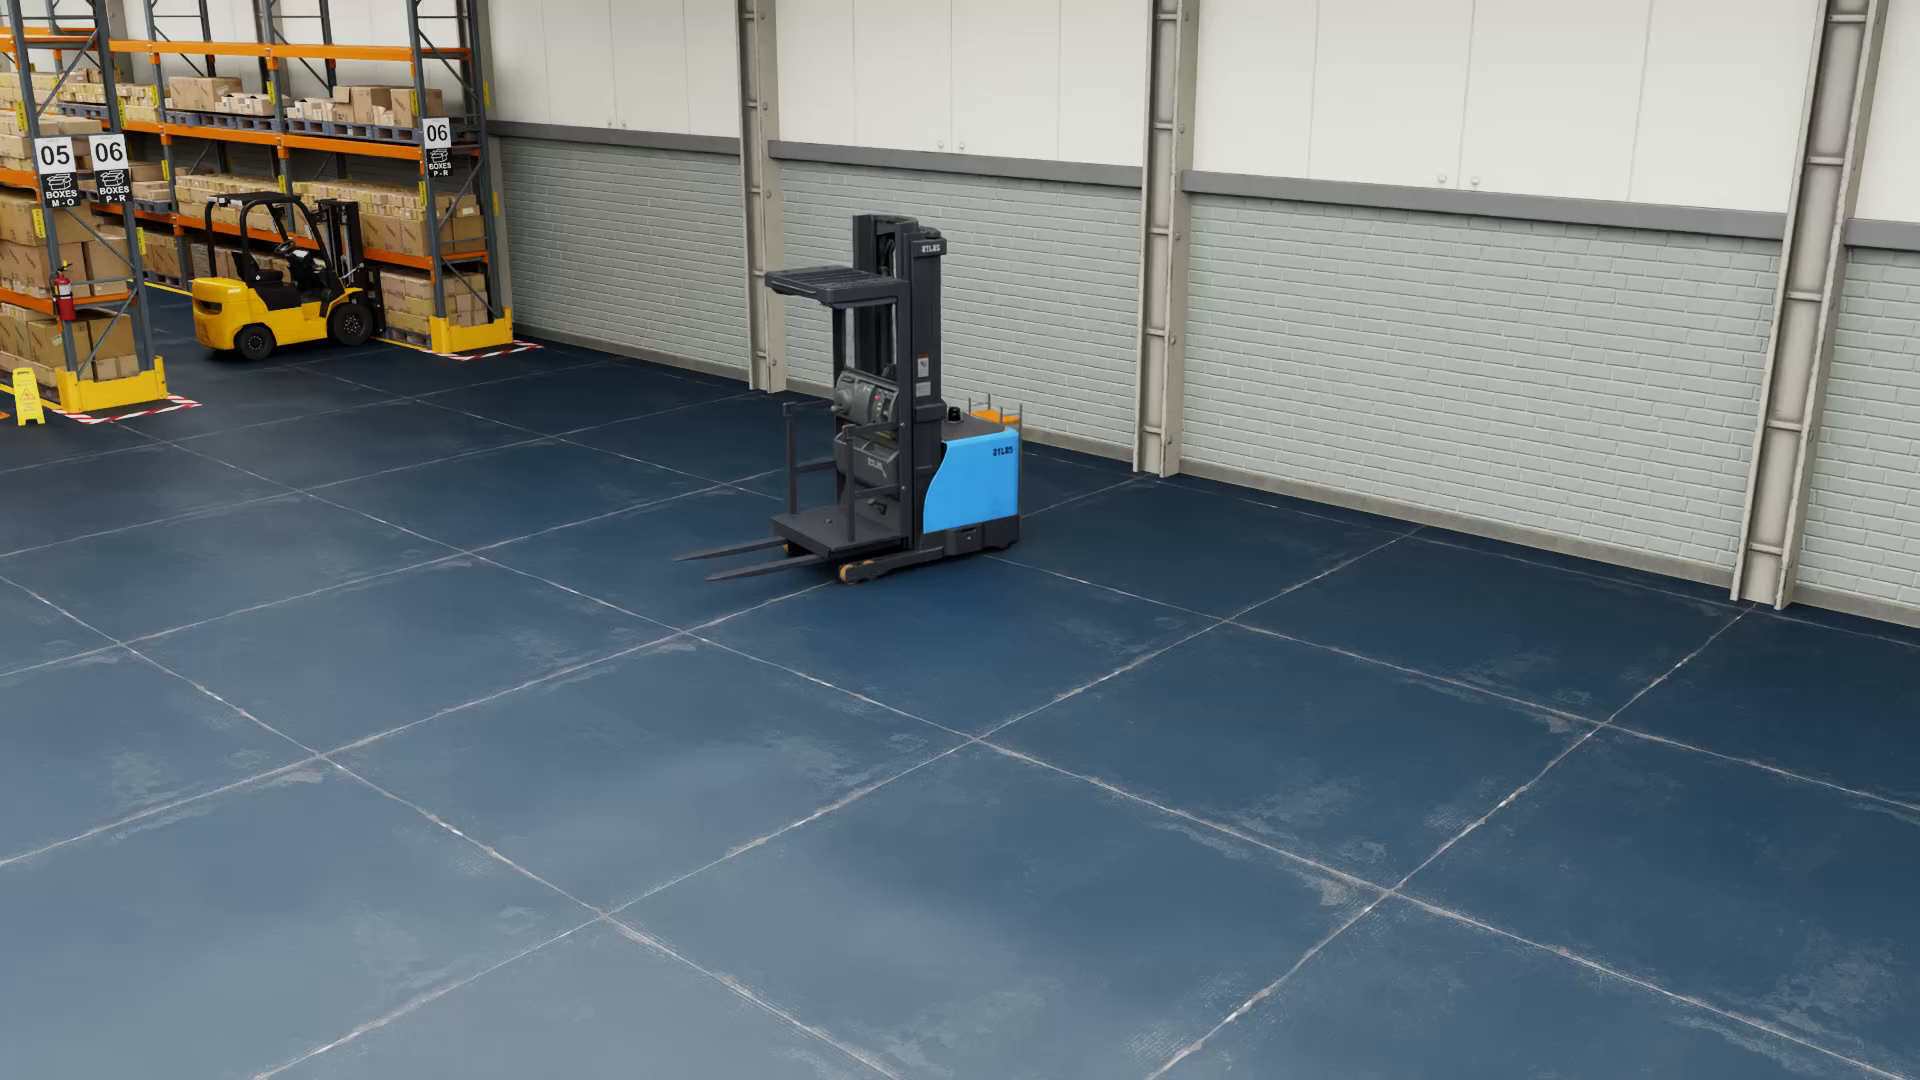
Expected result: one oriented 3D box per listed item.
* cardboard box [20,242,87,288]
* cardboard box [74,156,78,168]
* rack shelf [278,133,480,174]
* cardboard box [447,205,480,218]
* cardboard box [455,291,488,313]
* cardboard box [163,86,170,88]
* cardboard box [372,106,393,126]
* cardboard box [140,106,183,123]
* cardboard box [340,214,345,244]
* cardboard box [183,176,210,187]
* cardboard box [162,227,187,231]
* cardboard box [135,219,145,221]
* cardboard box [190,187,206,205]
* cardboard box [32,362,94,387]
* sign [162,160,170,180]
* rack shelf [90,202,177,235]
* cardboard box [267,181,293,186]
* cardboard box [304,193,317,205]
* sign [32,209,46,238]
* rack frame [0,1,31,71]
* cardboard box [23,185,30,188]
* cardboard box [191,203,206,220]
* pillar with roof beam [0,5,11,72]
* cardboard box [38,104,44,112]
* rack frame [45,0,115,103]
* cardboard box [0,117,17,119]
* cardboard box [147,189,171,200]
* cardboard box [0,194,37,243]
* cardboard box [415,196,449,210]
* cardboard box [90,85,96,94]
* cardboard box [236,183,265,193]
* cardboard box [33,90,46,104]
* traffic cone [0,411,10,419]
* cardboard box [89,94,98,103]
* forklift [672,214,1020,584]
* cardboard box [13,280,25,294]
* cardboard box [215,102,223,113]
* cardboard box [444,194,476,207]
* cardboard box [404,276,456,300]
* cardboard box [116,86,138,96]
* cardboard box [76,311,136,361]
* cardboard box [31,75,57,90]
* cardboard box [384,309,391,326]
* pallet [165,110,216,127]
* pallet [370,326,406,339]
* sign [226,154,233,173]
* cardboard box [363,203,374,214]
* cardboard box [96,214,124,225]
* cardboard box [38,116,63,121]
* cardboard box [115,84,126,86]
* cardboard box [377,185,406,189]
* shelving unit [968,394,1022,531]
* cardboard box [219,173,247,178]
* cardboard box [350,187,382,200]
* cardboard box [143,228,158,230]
[{"bbox_3d":[-10.881,-3.324,19.970,0.500,0.500,0.500,15,23,38],"label":"cardboard box"},{"bbox_3d":[-10.581,-4.571,20.012,0.250,0.149,0.380,14,22,38],"label":"cardboard box"},{"bbox_3d":[-8.496,-5.700,24.345,4.000,0.370,1.077,15,23,39],"label":"rack shelf"},{"bbox_3d":[-7.082,-4.696,23.711,0.250,0.149,0.380,14,23,38],"label":"cardboard box"},{"bbox_3d":[-7.214,-3.481,24.147,0.500,0.250,0.500,16,23,40],"label":"cardboard box"},{"bbox_3d":[-13.664,-7.794,28.851,0.250,0.149,0.380,16,24,41],"label":"cardboard box"},{"bbox_3d":[-8.011,-5.974,23.381,0.258,0.266,0.396,15,23,39],"label":"cardboard box"},{"bbox_3d":[-13.529,-7.225,28.207,0.500,0.250,0.500,14,22,37],"label":"cardboard box"},{"bbox_3d":[-9.054,-4.712,24.836,0.500,0.500,0.500,15,23,39],"label":"cardboard box"},{"bbox_3d":[-12.741,-5.991,27.793,0.250,0.149,0.380,16,23,40],"label":"cardboard box"},{"bbox_3d":[-14.170,-5.559,30.035,0.250,0.149,0.380,15,23,40],"label":"cardboard box"},{"bbox_3d":[-15.509,-5.931,31.206,0.250,0.149,0.380,14,22,37],"label":"cardboard box"},{"bbox_3d":[-12.440,-5.740,27.660,0.500,0.250,0.500,16,24,41],"label":"cardboard box"},{"bbox_3d":[-11.093,-2.084,20.571,0.500,0.250,0.500,15,23,39],"label":"cardboard box"},{"bbox_3d":[-13.337,-6.208,27.930,0.005,0.325,0.100,15,23,39],"label":"sign"},{"bbox_3d":[-14.480,-5.877,29.860,4.000,0.370,1.077,15,23,39],"label":"rack shelf"},{"bbox_3d":[-11.031,-5.759,27.062,0.250,0.149,0.380,15,23,39],"label":"cardboard box"},{"bbox_3d":[-9.734,-5.197,25.290,0.250,0.149,0.380,16,23,41],"label":"cardboard box"},{"bbox_3d":[-10.676,-3.669,19.278,0.005,0.325,0.100,15,23,39],"label":"sign"},{"bbox_3d":[-18.967,-10.284,32.640,0.127,3.000,1.000,15,23,39],"label":"rack frame"},{"bbox_3d":[-17.973,-6.907,32.331,0.250,0.149,0.380,14,22,38],"label":"cardboard box"},{"bbox_3d":[-12.441,-5.500,27.732,0.500,0.250,0.500,14,23,38],"label":"cardboard box"},{"bbox_3d":[-23.243,-10.055,31.919,0.400,9.000,9.100,15,23,39],"label":"pillar with roof beam"},{"bbox_3d":[-16.998,-8.093,31.110,0.250,0.149,0.380,15,23,39],"label":"cardboard box"},{"bbox_3d":[-15.976,-9.481,30.109,0.127,3.000,1.000,15,23,39],"label":"rack frame"},{"bbox_3d":[-11.624,-5.059,20.231,0.250,0.149,0.380,14,22,38],"label":"cardboard box"},{"bbox_3d":[-13.730,-5.944,28.602,0.250,0.149,0.380,16,23,40],"label":"cardboard box"},{"bbox_3d":[-11.193,-3.911,20.165,0.500,0.500,0.700,15,23,40],"label":"cardboard box"},{"bbox_3d":[-7.408,-4.735,23.343,0.250,0.149,0.380,15,23,39],"label":"cardboard box"},{"bbox_3d":[-15.034,-7.919,29.209,0.250,0.149,0.380,15,23,40],"label":"cardboard box"},{"bbox_3d":[-11.370,-5.640,26.687,0.250,0.149,0.380,15,23,40],"label":"cardboard box"},{"bbox_3d":[-16.898,-8.264,30.989,0.500,0.250,0.500,14,22,37],"label":"cardboard box"},{"bbox_3d":[-11.470,-1.673,19.620,0.334,0.463,0.336,15,23,39],"label":"traffic cone"},{"bbox_3d":[-15.067,-7.772,29.238,0.250,0.149,0.380,16,23,41],"label":"cardboard box"},{"bbox_3d":[-0.971,-1.207,14.070,3.031,2.935,1.130,-12,21,-33],"label":"forklift"},{"bbox_3d":[-11.367,-3.122,20.406,0.250,0.149,0.380,16,23,40],"label":"cardboard box"},{"bbox_3d":[-11.593,-6.880,26.428,0.250,0.149,0.380,15,23,39],"label":"cardboard box"},{"bbox_3d":[-7.110,-4.826,23.631,0.250,0.149,0.380,14,23,38],"label":"cardboard box"},{"bbox_3d":[-7.552,-3.600,23.695,0.500,0.250,0.500,16,24,41],"label":"cardboard box"},{"bbox_3d":[-14.408,-7.771,28.777,0.250,0.149,0.380,15,23,39],"label":"cardboard box"},{"bbox_3d":[-10.730,-2.564,20.845,0.500,0.500,0.500,14,22,37],"label":"cardboard box"},{"bbox_3d":[-16.898,-8.506,30.927,0.500,0.250,0.500,15,23,38],"label":"cardboard box"},{"bbox_3d":[-8.295,-3.329,24.493,0.500,0.250,0.500,15,23,40],"label":"cardboard box"},{"bbox_3d":[-12.417,-7.042,27.695,1.003,0.211,1.213,16,24,42],"label":"pallet"},{"bbox_3d":[-8.508,-3.272,25.072,1.213,0.211,1.003,15,23,39],"label":"pallet"},{"bbox_3d":[-12.618,-6.496,28.709,0.005,0.325,0.100,15,23,39],"label":"sign"},{"bbox_3d":[-8.421,-4.827,24.125,0.250,0.149,0.380,15,23,40],"label":"cardboard box"},{"bbox_3d":[-15.658,-5.907,30.641,0.250,0.149,0.380,14,22,37],"label":"cardboard box"},{"bbox_3d":[-11.155,-5.102,20.368,0.250,0.149,0.380,15,23,39],"label":"cardboard box"},{"bbox_3d":[-14.741,-8.016,29.516,0.250,0.149,0.380,15,23,40],"label":"cardboard box"},{"bbox_3d":[-8.448,-5.196,24.795,0.250,0.149,0.380,16,24,41],"label":"cardboard box"},{"bbox_3d":[0.320,-0.700,15.334,0.258,1.200,0.503,-12,21,-33],"label":"shelving unit"},{"bbox_3d":[-12.336,-6.128,28.225,0.250,0.149,0.380,16,23,41],"label":"cardboard box"},{"bbox_3d":[-8.736,-5.096,24.480,0.250,0.149,0.380,15,23,39],"label":"cardboard box"},{"bbox_3d":[-14.645,-5.511,29.885,0.250,0.149,0.380,15,23,39],"label":"cardboard box"}]
